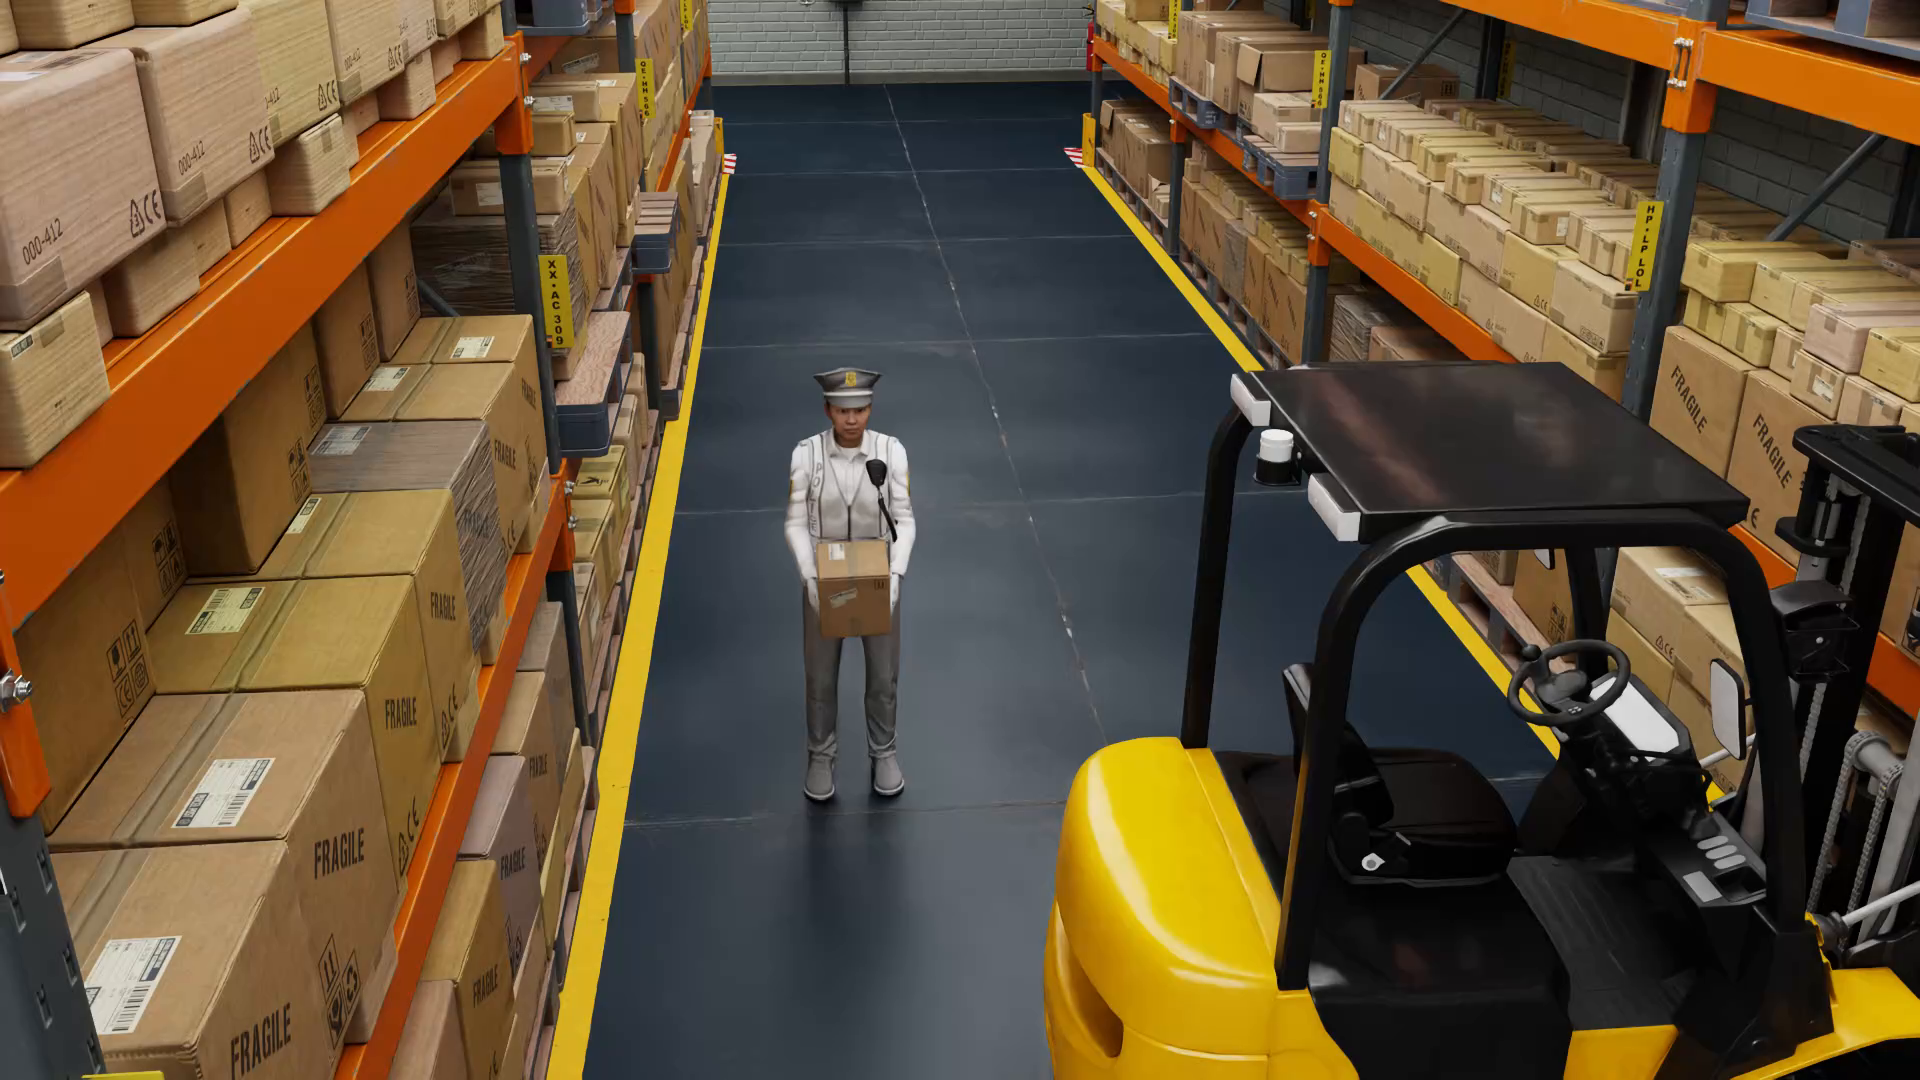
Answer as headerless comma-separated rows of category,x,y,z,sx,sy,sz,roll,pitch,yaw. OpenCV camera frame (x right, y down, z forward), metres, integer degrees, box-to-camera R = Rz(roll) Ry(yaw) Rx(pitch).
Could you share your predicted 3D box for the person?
person,-0.397,0.182,6.150,0.489,1.692,0.489,-2,24,-6
